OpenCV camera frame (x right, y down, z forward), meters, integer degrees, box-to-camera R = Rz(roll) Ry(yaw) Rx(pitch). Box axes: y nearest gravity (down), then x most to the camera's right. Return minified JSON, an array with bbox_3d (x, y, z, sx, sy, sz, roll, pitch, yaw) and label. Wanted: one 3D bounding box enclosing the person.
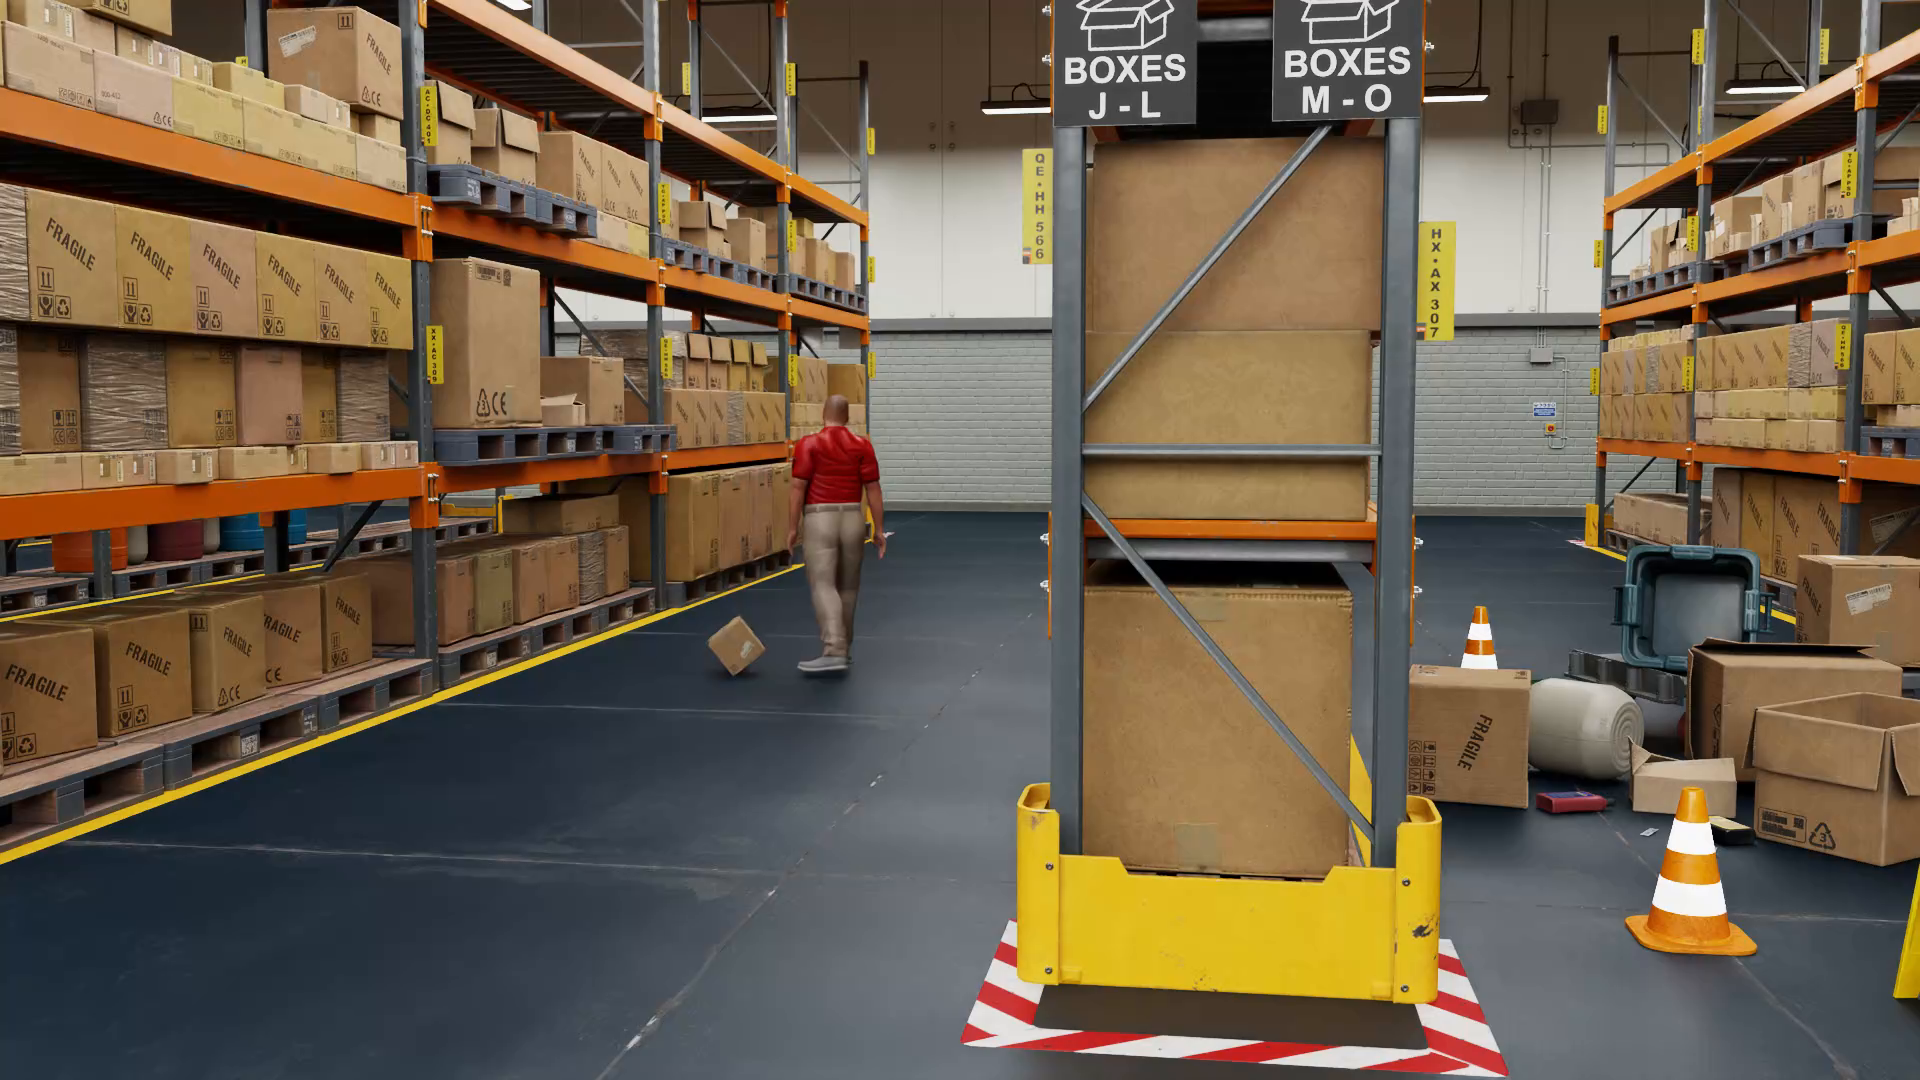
[{"bbox_3d":[-0.758,-0.044,10.337,0.626,1.716,0.626,-2,5,-25],"label":"person"}]
